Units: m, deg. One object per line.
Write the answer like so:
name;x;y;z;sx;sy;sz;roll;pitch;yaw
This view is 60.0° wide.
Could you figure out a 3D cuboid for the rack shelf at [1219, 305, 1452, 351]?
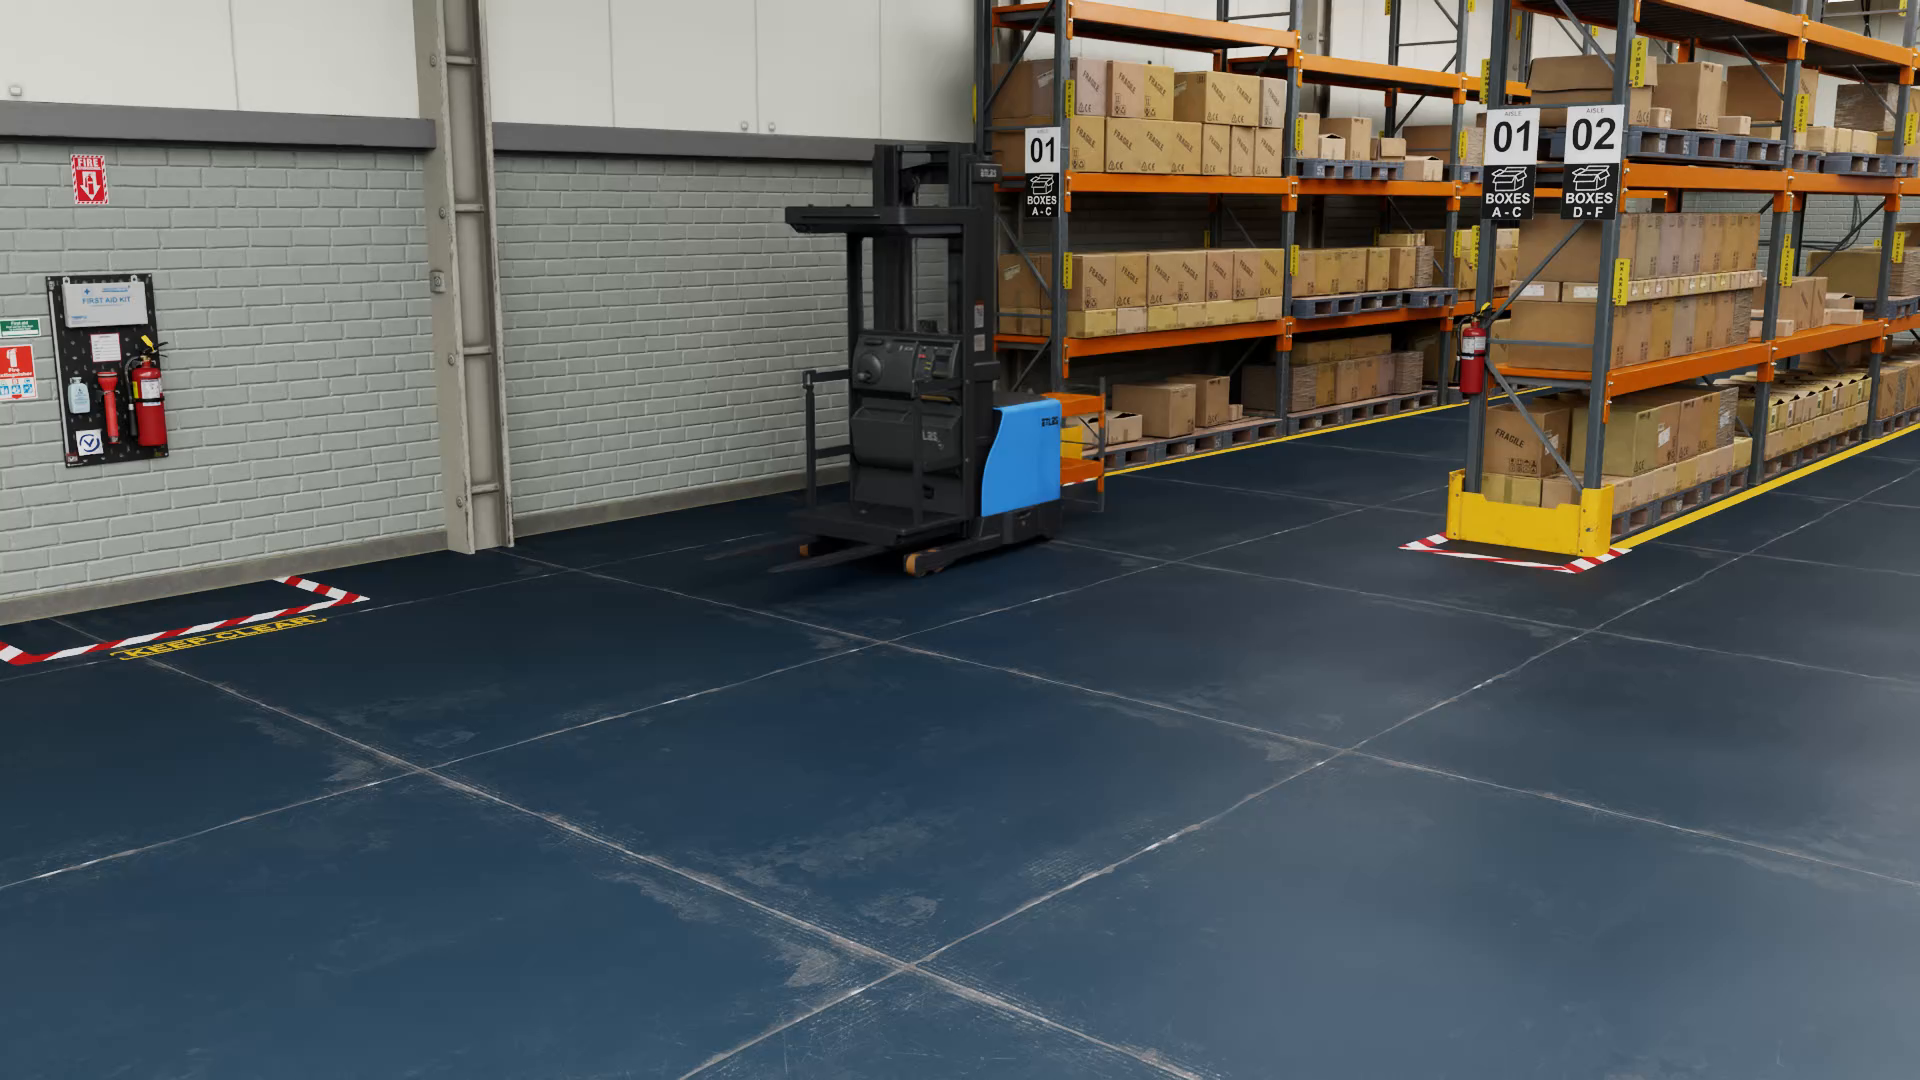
rack shelf;4.524;-2.613;19.973;1.077;0.370;4.000;10;15;40

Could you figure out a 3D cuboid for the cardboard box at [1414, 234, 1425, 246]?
cardboard box;5.639;-3.788;20.985;0.380;0.149;0.250;7;14;33

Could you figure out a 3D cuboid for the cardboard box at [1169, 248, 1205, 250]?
cardboard box;2.393;-2.858;17.779;0.500;0.500;0.500;10;15;40

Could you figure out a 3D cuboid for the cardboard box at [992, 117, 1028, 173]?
cardboard box;0.649;-3.707;15.648;0.500;0.500;0.500;-11;16;-43

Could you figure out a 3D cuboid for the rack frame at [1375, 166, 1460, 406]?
rack frame;5.844;-3.260;21.375;1.000;3.000;0.127;10;15;40

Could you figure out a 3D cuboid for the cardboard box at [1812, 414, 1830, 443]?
cardboard box;8.395;-1.143;16.723;0.500;0.250;0.500;10;15;41

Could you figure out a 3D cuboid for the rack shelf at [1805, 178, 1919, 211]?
rack shelf;10.888;-4.033;19.421;1.077;0.370;4.000;10;15;40

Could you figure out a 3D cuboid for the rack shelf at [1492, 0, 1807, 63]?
rack shelf;5.607;-4.130;13.274;1.077;0.370;4.000;10;15;40

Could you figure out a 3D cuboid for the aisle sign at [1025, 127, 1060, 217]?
aisle sign;0.741;-3.309;14.981;0.394;0.787;0.004;10;15;40

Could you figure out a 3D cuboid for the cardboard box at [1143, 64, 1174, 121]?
cardboard box;1.699;-4.273;15.927;0.500;0.500;0.500;10;15;42

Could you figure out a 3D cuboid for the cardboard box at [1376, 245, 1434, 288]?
cardboard box;5.542;-3.454;20.970;0.700;0.500;0.500;8;14;34

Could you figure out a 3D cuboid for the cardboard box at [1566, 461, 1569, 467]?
cardboard box;4.740;-0.493;13.469;0.500;0.250;0.500;10;15;40

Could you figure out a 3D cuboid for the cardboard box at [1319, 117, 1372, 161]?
cardboard box;4.439;-4.649;19.344;0.500;0.500;0.500;9;14;38

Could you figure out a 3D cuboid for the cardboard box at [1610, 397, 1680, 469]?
cardboard box;5.457;-0.868;13.430;0.500;0.500;0.500;10;15;40

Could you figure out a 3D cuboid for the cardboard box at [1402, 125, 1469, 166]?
cardboard box;6.115;-5.073;21.416;0.700;0.500;0.500;8;14;36

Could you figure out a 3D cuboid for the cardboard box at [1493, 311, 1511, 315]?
cardboard box;8.153;-2.888;23.928;0.750;0.750;0.750;10;15;41

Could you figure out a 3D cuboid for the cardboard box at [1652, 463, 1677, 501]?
cardboard box;5.466;-0.498;13.496;0.500;0.250;0.500;10;15;40

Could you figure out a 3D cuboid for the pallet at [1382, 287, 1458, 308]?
pallet;5.454;-3.047;20.800;1.213;0.211;1.003;10;15;40

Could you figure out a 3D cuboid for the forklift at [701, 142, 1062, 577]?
forklift;-0.516;-1.289;11.683;1.130;2.935;3.031;9;14;37

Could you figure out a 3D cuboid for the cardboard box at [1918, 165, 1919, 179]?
cardboard box;10.511;-4.360;18.970;0.910;0.500;0.500;10;15;40

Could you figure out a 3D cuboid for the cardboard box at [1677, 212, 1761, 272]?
cardboard box;6.639;-2.651;14.757;0.700;0.500;0.500;10;15;41

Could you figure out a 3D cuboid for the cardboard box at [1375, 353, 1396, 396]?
cardboard box;4.981;-2.077;20.709;0.700;0.500;0.500;10;15;40

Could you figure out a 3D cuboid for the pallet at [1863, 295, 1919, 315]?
pallet;10.848;-2.813;19.626;1.003;0.211;1.213;10;15;40

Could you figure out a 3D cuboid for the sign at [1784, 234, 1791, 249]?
sign;9.154;-3.218;18.410;0.100;0.325;0.005;10;15;40

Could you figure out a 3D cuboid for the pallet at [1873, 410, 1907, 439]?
pallet;10.089;-1.358;18.970;1.003;0.211;1.213;10;15;40

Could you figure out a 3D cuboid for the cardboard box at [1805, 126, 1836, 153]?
cardboard box;8.236;-3.908;16.274;0.500;0.250;0.500;8;14;36

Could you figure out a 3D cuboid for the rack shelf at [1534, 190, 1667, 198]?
rack shelf;9.805;-5.261;25.572;1.077;0.370;4.000;10;15;40

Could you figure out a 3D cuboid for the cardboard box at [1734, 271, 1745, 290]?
cardboard box;6.573;-2.256;14.437;0.380;0.149;0.250;9;15;39

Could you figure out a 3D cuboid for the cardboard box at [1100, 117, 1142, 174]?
cardboard box;1.353;-3.704;15.634;0.500;0.500;0.500;-11;16;-44

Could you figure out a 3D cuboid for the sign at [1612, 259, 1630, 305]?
sign;4.700;-1.834;11.822;0.100;0.325;0.005;10;15;40

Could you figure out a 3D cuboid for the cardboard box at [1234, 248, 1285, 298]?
cardboard box;3.124;-2.866;17.820;0.500;0.500;0.500;10;15;40

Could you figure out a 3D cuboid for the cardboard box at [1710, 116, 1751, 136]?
cardboard box;6.337;-3.441;13.835;0.380;0.149;0.250;10;15;40

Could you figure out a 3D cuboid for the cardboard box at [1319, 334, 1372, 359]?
cardboard box;4.649;-2.353;20.178;0.500;0.250;0.500;10;15;40

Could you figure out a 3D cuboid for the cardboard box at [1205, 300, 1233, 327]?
cardboard box;2.464;-2.351;17.154;0.500;0.250;0.500;10;15;40

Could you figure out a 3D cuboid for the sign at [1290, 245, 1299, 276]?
sign;3.617;-3.027;17.998;0.100;0.325;0.005;10;15;40

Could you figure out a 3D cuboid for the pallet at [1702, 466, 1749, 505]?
pallet;6.371;-0.553;14.939;1.003;0.211;1.213;10;15;40

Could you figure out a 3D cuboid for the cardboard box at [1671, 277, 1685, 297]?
cardboard box;5.557;-2.030;13.305;0.380;0.149;0.250;10;15;40

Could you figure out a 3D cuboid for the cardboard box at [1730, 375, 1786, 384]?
cardboard box;8.323;-1.561;17.382;0.500;0.311;0.500;9;15;39

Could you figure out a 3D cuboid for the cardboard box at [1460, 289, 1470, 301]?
cardboard box;6.409;-3.201;21.671;0.380;0.149;0.250;10;15;41

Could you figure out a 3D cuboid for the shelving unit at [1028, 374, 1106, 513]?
shelving unit;0.682;-0.731;13.498;0.538;1.125;1.048;9;14;37

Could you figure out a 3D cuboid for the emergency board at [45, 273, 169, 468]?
emergency board;-5.245;-1.057;10.343;0.194;1.169;0.643;10;15;40

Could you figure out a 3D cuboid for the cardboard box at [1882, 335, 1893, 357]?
cardboard box;11.046;-2.380;20.311;0.500;0.250;0.500;10;15;40

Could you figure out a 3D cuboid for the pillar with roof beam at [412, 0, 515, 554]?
pillar with roof beam;-0.351;-3.800;8.764;9.100;9.000;0.400;10;15;40

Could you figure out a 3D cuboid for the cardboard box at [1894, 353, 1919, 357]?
cardboard box;11.765;-2.017;20.412;0.500;0.500;0.500;10;15;41

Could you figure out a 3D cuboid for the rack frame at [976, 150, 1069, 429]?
rack frame;0.564;-2.083;15.482;1.000;3.000;0.127;10;15;40

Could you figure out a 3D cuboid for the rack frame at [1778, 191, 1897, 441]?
rack frame;9.568;-2.620;18.171;1.000;3.000;0.127;10;15;40

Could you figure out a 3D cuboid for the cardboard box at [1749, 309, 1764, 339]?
cardboard box;7.220;-2.036;15.631;0.500;0.250;0.500;11;16;44

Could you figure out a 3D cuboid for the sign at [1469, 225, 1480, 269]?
sign;3.889;-2.199;12.503;0.100;0.325;0.005;10;15;40

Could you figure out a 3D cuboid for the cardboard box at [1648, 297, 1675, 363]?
cardboard box;5.280;-1.709;13.356;0.700;0.500;0.500;10;15;41

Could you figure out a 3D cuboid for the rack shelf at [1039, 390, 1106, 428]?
rack shelf;0.682;-1.018;13.440;0.538;0.278;1.000;9;14;37

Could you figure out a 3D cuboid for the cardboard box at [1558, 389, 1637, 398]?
cardboard box;5.398;-1.008;14.134;0.500;0.500;0.500;10;15;40

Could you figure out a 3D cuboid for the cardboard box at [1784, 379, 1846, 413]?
cardboard box;8.734;-1.493;17.042;0.500;0.311;0.500;10;15;40

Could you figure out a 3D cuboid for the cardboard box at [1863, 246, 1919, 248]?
cardboard box;11.728;-3.423;20.863;0.700;0.500;0.500;4;12;21

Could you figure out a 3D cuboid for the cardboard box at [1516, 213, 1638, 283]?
cardboard box;4.640;-2.203;12.516;0.700;0.500;0.500;10;15;41

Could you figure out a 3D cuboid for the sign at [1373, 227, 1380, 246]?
sign;5.425;-3.899;21.619;0.100;0.325;0.005;10;15;40

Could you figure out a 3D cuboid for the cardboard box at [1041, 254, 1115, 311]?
cardboard box;1.105;-2.418;15.579;0.500;0.500;0.500;10;15;40

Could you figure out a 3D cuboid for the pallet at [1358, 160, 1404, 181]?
pallet;4.374;-4.281;19.305;1.213;0.211;1.003;10;15;40

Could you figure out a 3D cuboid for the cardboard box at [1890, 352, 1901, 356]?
cardboard box;11.362;-2.079;20.721;0.500;0.500;0.500;10;15;41
